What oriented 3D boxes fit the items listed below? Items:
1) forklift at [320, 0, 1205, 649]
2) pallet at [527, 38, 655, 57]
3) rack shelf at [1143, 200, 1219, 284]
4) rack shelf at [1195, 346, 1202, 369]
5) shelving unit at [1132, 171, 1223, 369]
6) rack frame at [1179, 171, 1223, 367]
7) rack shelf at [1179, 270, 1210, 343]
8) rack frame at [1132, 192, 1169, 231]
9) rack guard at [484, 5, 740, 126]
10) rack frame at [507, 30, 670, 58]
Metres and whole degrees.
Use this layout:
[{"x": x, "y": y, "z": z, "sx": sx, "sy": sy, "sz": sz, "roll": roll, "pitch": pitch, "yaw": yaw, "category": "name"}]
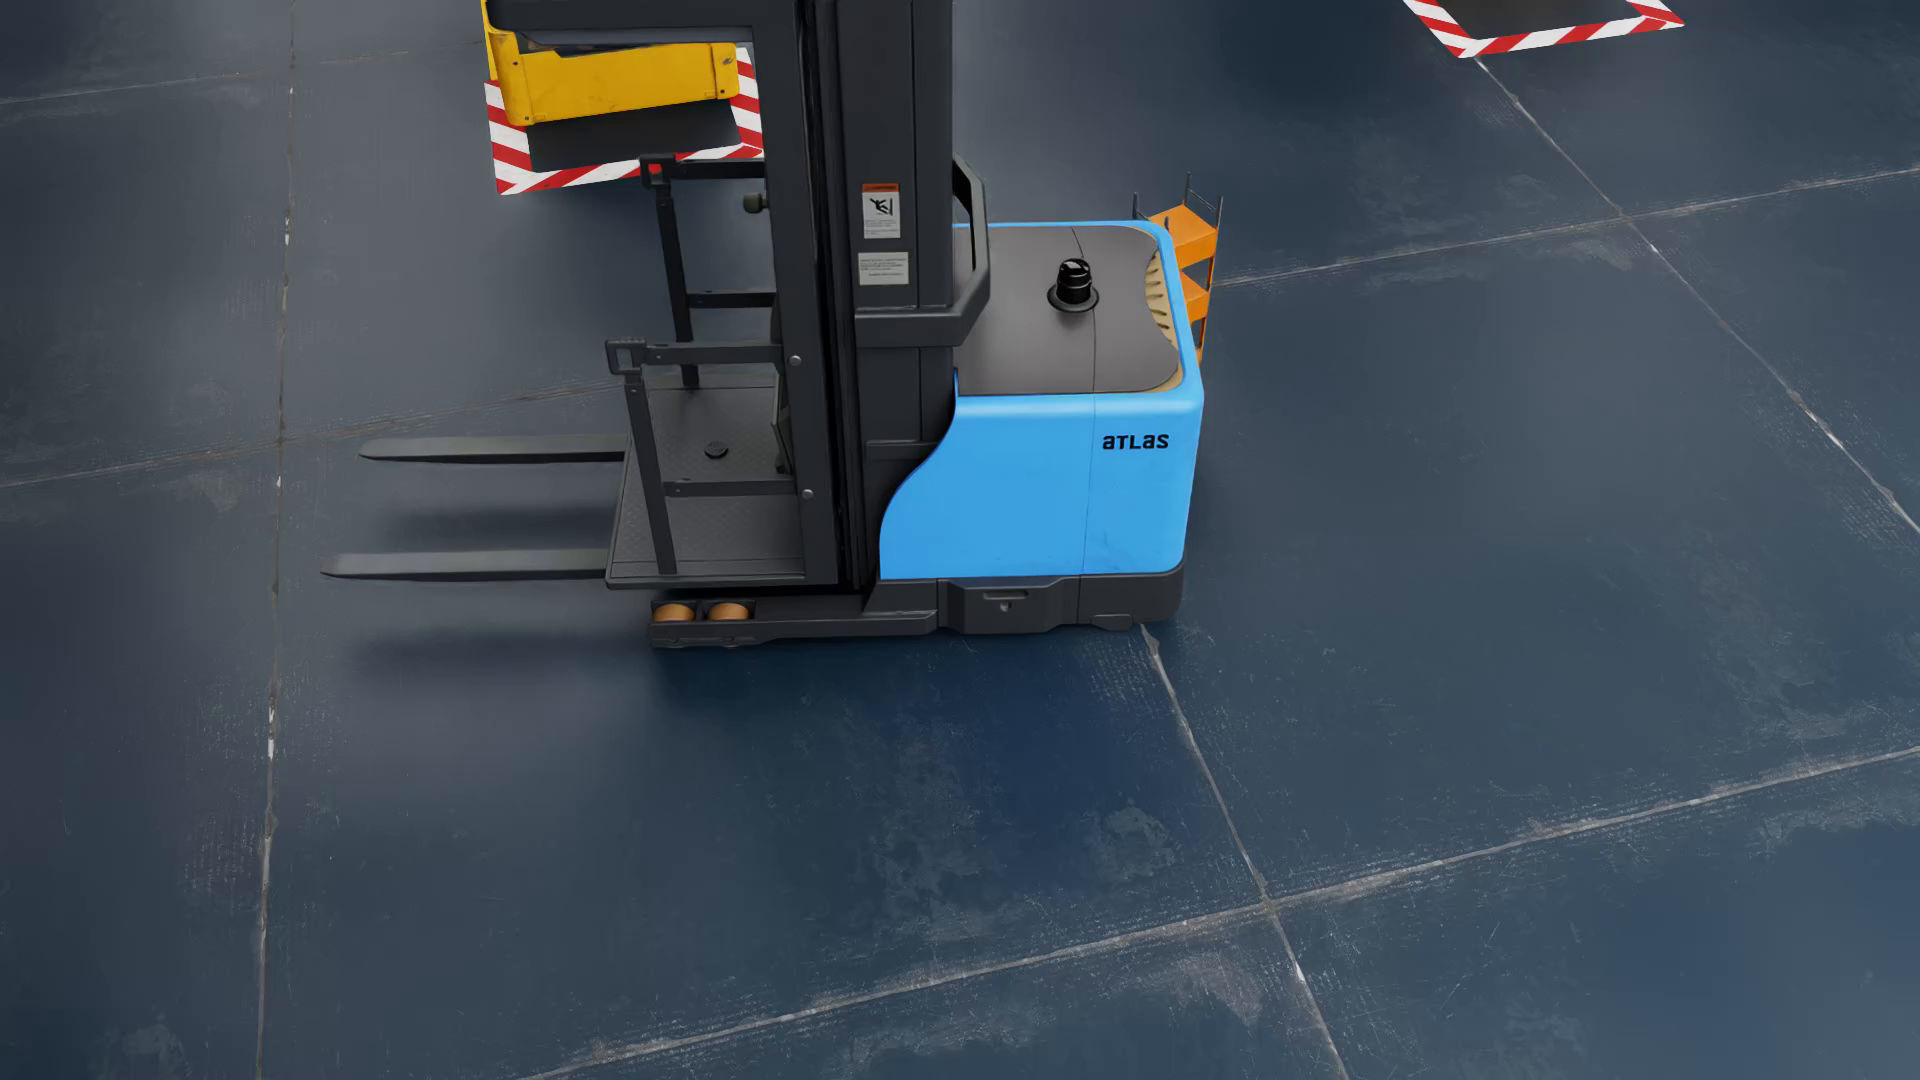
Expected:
[{"x": -0.742, "y": -1.028, "z": 5.206, "sx": 3.031, "sy": 2.935, "sz": 1.130, "roll": -1, "pitch": 46, "yaw": -1, "category": "forklift"}, {"x": -1.962, "y": -2.882, "z": 8.926, "sx": 1.003, "sy": 0.211, "sz": 1.213, "roll": -11, "pitch": 47, "yaw": -10, "category": "pallet"}, {"x": 0.788, "y": -1.070, "z": 6.181, "sx": 0.240, "sy": 0.259, "sz": 0.215, "roll": -25, "pitch": 51, "yaw": -22, "category": "rack shelf"}, {"x": 0.788, "y": -0.677, "z": 6.582, "sx": 0.240, "sy": 0.259, "sz": 0.215, "roll": -25, "pitch": 51, "yaw": -22, "category": "rack shelf"}, {"x": 0.788, "y": -0.879, "z": 6.376, "sx": 0.252, "sy": 1.050, "sz": 0.215, "roll": -25, "pitch": 51, "yaw": -22, "category": "shelving unit"}, {"x": 0.891, "y": -0.926, "z": 6.422, "sx": 0.008, "sy": 1.050, "sz": 0.200, "roll": -25, "pitch": 51, "yaw": -22, "category": "rack frame"}, {"x": 0.788, "y": -0.871, "z": 6.384, "sx": 0.240, "sy": 0.259, "sz": 0.215, "roll": -25, "pitch": 51, "yaw": -22, "category": "rack shelf"}, {"x": 0.686, "y": -0.832, "z": 6.330, "sx": 0.008, "sy": 1.050, "sz": 0.200, "roll": -25, "pitch": 51, "yaw": -22, "category": "rack frame"}, {"x": -1.719, "y": -2.446, "z": 8.297, "sx": 1.175, "sy": 0.500, "sz": 0.348, "roll": -11, "pitch": 47, "yaw": -10, "category": "rack guard"}, {"x": -1.725, "y": -3.338, "z": 7.421, "sx": 1.000, "sy": 3.000, "sz": 0.127, "roll": -11, "pitch": 47, "yaw": -10, "category": "rack frame"}]
